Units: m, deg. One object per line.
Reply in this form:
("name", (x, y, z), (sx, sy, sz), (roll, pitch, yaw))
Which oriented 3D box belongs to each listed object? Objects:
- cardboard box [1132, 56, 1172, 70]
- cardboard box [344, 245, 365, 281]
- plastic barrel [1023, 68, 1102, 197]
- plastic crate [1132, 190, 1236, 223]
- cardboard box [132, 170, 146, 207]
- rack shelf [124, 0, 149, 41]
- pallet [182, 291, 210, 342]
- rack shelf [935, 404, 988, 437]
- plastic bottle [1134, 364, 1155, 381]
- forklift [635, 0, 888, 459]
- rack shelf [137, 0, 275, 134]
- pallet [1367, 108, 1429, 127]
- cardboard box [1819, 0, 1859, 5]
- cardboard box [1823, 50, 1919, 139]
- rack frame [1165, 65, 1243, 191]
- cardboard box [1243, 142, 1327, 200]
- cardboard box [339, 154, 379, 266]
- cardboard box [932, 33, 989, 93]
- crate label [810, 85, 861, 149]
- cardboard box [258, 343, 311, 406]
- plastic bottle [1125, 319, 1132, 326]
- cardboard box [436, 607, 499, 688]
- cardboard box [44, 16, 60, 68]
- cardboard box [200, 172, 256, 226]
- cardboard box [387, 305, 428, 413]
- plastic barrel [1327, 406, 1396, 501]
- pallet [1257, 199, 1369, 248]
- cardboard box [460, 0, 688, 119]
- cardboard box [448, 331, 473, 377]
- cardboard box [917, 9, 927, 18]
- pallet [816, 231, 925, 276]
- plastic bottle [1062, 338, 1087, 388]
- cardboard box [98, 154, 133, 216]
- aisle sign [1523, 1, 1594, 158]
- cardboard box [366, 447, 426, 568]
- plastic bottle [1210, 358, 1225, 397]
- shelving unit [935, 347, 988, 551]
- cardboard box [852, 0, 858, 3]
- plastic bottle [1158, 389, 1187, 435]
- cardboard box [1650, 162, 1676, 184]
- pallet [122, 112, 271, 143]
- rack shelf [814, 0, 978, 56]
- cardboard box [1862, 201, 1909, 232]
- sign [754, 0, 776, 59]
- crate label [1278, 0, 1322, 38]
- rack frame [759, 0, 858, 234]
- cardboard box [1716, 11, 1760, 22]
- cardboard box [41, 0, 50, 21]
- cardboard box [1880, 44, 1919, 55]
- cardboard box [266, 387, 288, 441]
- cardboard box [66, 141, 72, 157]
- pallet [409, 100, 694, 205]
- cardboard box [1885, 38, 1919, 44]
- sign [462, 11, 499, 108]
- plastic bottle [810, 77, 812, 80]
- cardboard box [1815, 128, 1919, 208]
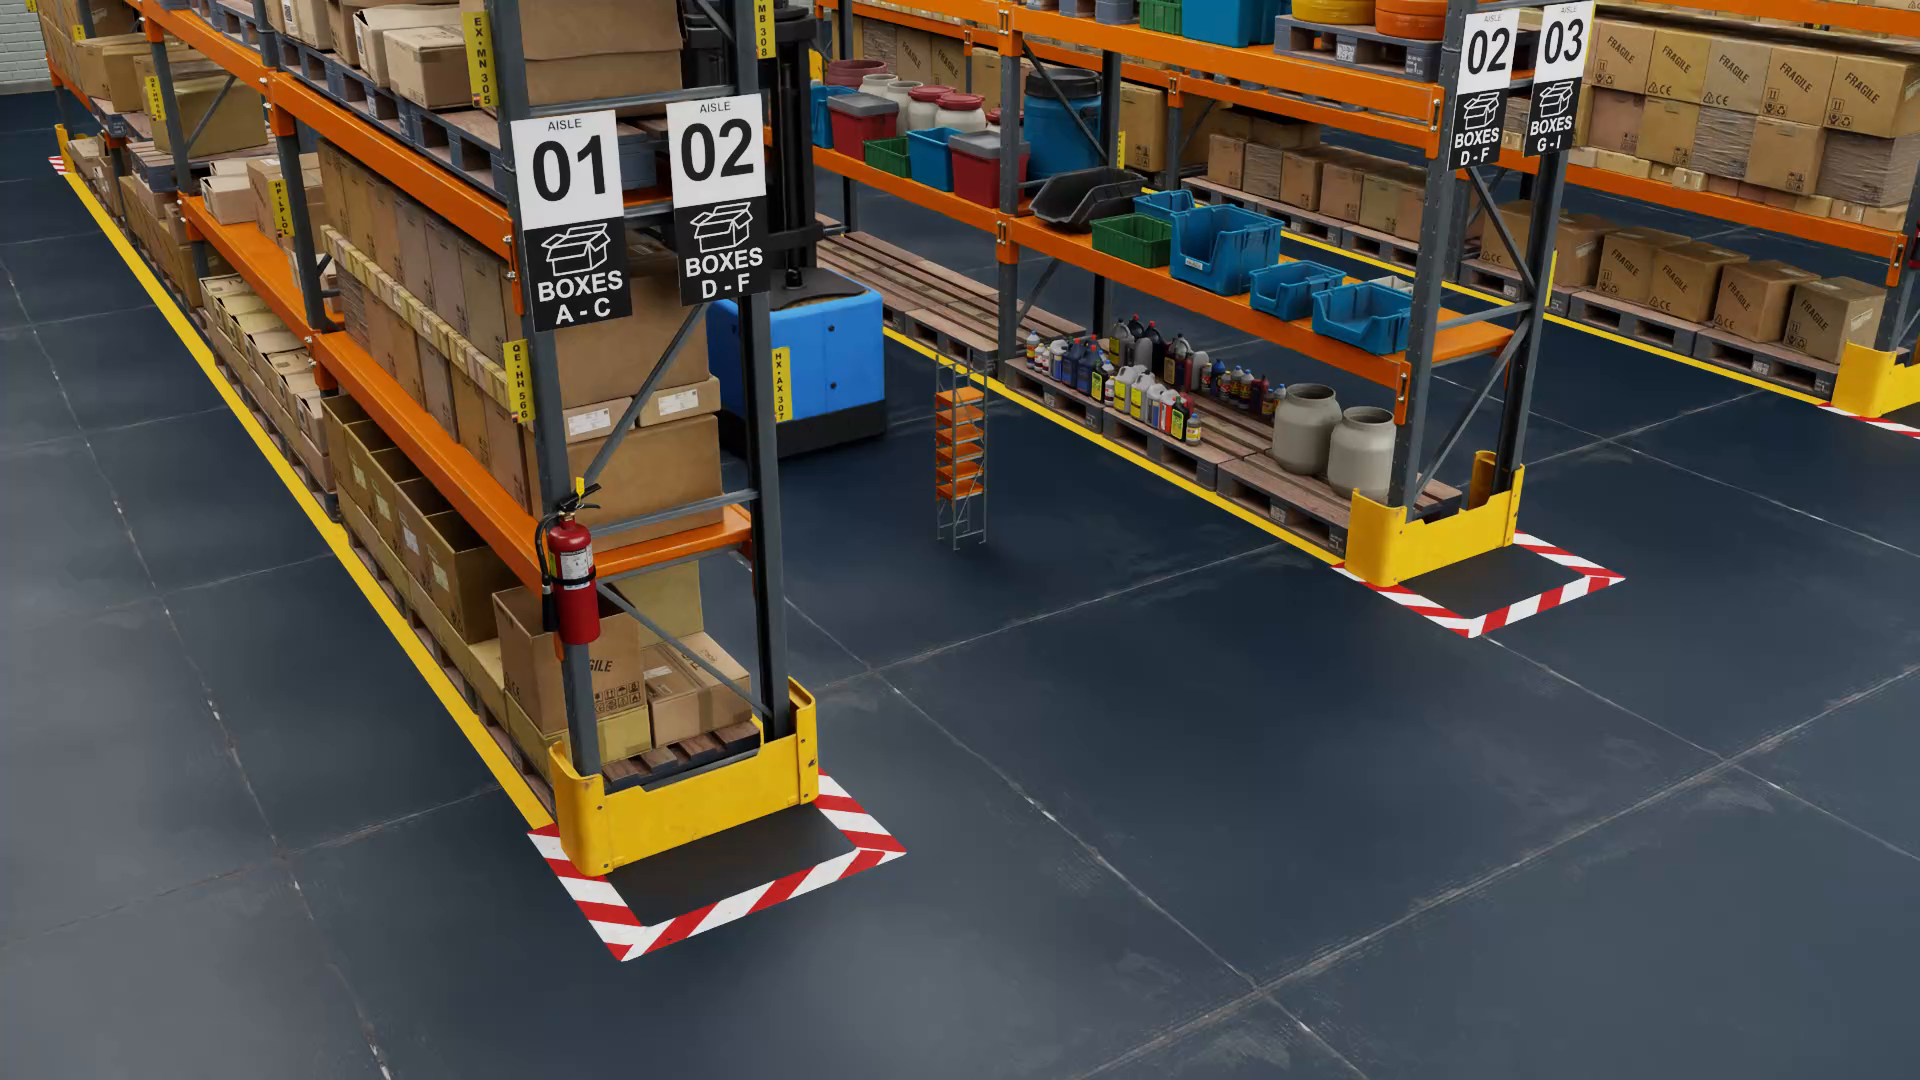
("cardboard box", (2.231, -5.431, 18.125), (0.500, 0.500, 0.500), (-15, 29, -28))
("cardboard box", (-3.147, -1.545, 9.132), (0.380, 0.149, 0.250), (-16, 30, -31))
("plastic barrel", (0.784, -3.118, 12.754), (0.600, 0.901, 0.708), (-16, 29, -30))
("plastic crate", (1.573, -2.283, 11.746), (0.499, 0.251, 0.616), (-16, 29, -30))
("cardboard box", (-7.172, -3.211, 15.073), (0.500, 0.250, 0.500), (-15, 29, -29))
("rack shelf", (-6.686, -4.707, 14.035), (1.077, 0.370, 4.000), (-16, 29, -30))
("pallet", (-5.970, -1.975, 14.186), (1.003, 0.211, 1.213), (-16, 29, -30))
("rack shelf", (0.008, -0.714, 9.899), (0.258, 0.103, 0.180), (-16, 29, -30))
("plastic bottle", (1.280, -1.088, 11.717), (0.152, 0.276, 0.135), (-16, 29, -30))
("forklift", (-1.753, -2.441, 11.988), (1.130, 2.935, 3.031), (-16, 30, -30))
("rack shelf", (-4.503, -3.276, 11.005), (1.077, 0.370, 4.000), (-16, 29, -30))
("pallet", (4.596, -4.057, 15.556), (1.003, 0.211, 1.213), (-16, 29, -30))
("cardboard box", (6.324, -3.986, 11.841), (0.500, 0.250, 0.500), (-15, 29, -29))
("cardboard box", (6.567, -3.177, 11.829), (0.500, 0.500, 0.500), (-16, 29, -30))
("rack frame", (2.708, -5.267, 17.894), (1.000, 3.000, 0.127), (-16, 29, -30))
("cardboard box", (3.404, -3.906, 17.422), (0.700, 0.500, 0.500), (-18, 31, -34))
("cardboard box", (-2.887, -1.824, 8.963), (0.700, 0.500, 0.500), (-16, 29, -30))
("cardboard box", (0.231, -6.182, 21.829), (0.875, 0.875, 0.875), (-16, 29, -30))
("crate label", (-1.127, -3.711, 14.555), (0.502, 0.435, 0.616), (-16, 29, -30))
("cardboard box", (-4.432, -1.171, 11.289), (0.500, 0.311, 0.500), (-16, 29, -30))
("plastic bottle", (1.280, -1.558, 12.703), (0.061, 0.283, 0.133), (-14, 29, -27))
("cardboard box", (-2.325, 0.477, 8.454), (0.500, 0.250, 0.500), (-16, 29, -30))
("cardboard box", (-9.654, -5.463, 18.192), (0.500, 0.500, 0.500), (-16, 30, -30))
("cardboard box", (-5.269, -2.555, 12.253), (0.500, 0.311, 0.500), (-16, 30, -30))
("cardboard box", (-2.599, -1.050, 8.843), (0.700, 0.500, 0.500), (-15, 29, -29))
("plastic barrel", (2.502, -0.534, 10.290), (0.421, 0.512, 0.421), (0, 25, 0))
("pallet", (3.795, -3.291, 16.973), (1.003, 0.211, 1.213), (-16, 29, -30))
("cardboard box", (-1.538, -1.962, 6.601), (0.797, 0.503, 0.637), (-13, 28, -26))
("cardboard box", (-2.158, -0.899, 7.763), (0.380, 0.149, 0.250), (-15, 29, -28))
("cardboard box", (-0.338, -6.893, 21.632), (0.380, 0.149, 0.250), (-15, 29, -29))
("pallet", (-1.052, -2.566, 15.438), (1.003, 0.211, 1.213), (-16, 29, -30))
("plastic bottle", (0.834, -1.298, 12.074), (0.144, 0.351, 0.185), (-15, 29, -28))
("cardboard box", (-8.327, -3.597, 16.769), (0.500, 0.500, 0.500), (-16, 29, -30))
("aisle sign", (3.210, -2.470, 8.923), (0.394, 0.787, 0.004), (-16, 29, -30))
("cardboard box", (-2.874, -0.219, 9.050), (0.500, 0.500, 0.500), (-16, 29, -30))
("plastic bottle", (1.844, -1.169, 11.893), (0.097, 0.271, 0.097), (0, 25, 0))
("shelving unit", (0.008, -0.537, 9.983), (0.258, 1.200, 0.189), (-16, 29, -30))
("cardboard box", (-1.318, -7.535, 22.993), (0.380, 0.149, 0.250), (-16, 30, -30))
("plastic bottle", (1.440, -0.870, 11.255), (0.152, 0.276, 0.135), (-15, 29, -29))
("cardboard box", (5.761, -2.964, 13.309), (0.380, 0.149, 0.250), (-16, 29, -30))
("pallet", (-6.660, -3.568, 14.519), (1.003, 0.211, 1.213), (-16, 29, -30))
("rack shelf", (-0.568, -7.088, 22.594), (1.077, 0.370, 4.000), (-16, 29, -30))
("cardboard box", (6.746, -2.346, 12.001), (0.380, 0.149, 0.250), (-16, 29, -30))
("sign", (-0.759, -2.013, 6.371), (0.100, 0.325, 0.005), (-16, 29, -30))
("crate label", (2.180, -3.287, 10.361), (0.502, 0.251, 0.408), (-16, 29, -30))
("rack frame", (-1.442, -4.113, 15.449), (1.000, 3.000, 0.127), (-16, 29, -30))
("cardboard box", (8.544, -5.814, 17.763), (0.700, 0.500, 0.500), (-16, 30, -30))
("cardboard box", (-9.649, -5.914, 17.975), (0.500, 0.500, 0.500), (-15, 29, -29))
("cardboard box", (7.003, -3.298, 12.086), (0.500, 0.500, 0.500), (-16, 29, -30))
("cardboard box", (-4.434, -0.921, 11.416), (0.500, 0.250, 0.500), (-15, 29, -28))
("cardboard box", (-10.021, -4.501, 19.096), (0.380, 0.149, 0.250), (-16, 29, -30))
("pallet", (-1.592, -1.674, 6.873), (1.003, 0.211, 1.213), (-16, 29, -30))
("cardboard box", (9.633, -4.704, 16.524), (0.875, 0.550, 0.550), (-16, 29, -30))
("sign", (-1.690, -1.698, 5.876), (0.100, 0.325, 0.005), (-16, 29, -30))
("plastic bottle", (-1.448, -4.333, 16.066), (0.097, 0.271, 0.097), (0, 25, 0))
("cardboard box", (6.797, -2.789, 12.178), (0.875, 0.500, 0.500), (-16, 29, -30))
